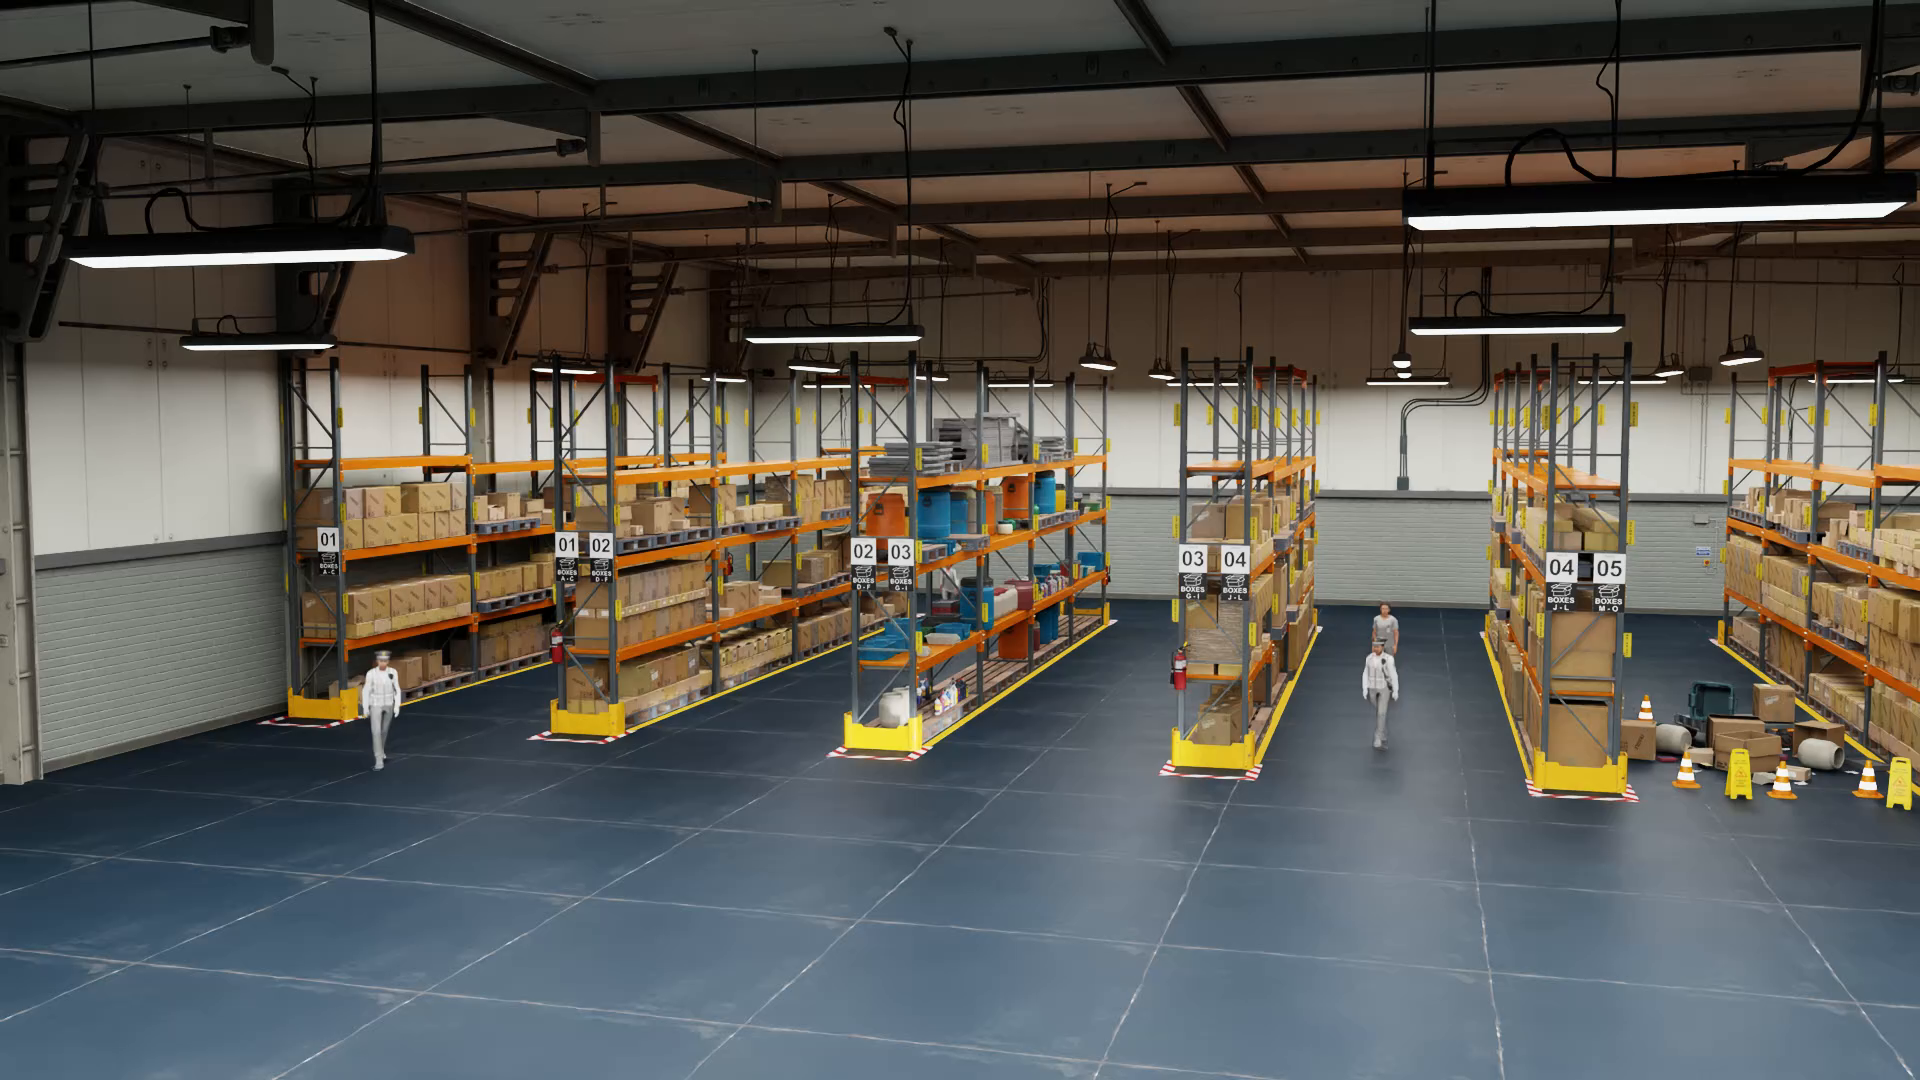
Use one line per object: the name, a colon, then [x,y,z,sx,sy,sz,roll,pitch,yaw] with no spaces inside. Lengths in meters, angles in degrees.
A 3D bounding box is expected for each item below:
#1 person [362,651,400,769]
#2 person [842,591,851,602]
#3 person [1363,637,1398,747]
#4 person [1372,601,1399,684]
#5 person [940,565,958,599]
person: [-8.329,2.403,23.988,0.512,1.625,0.907,-3,5,-38]
person: [-2.856,1.028,42.865,0.615,1.644,0.574,-1,4,-8]
person: [6.382,2.297,25.421,0.532,1.629,0.888,4,6,42]
person: [7.713,1.971,30.155,0.477,1.723,0.536,1,4,19]
person: [-0.278,1.228,40.639,0.450,1.537,0.976,0,4,3]
